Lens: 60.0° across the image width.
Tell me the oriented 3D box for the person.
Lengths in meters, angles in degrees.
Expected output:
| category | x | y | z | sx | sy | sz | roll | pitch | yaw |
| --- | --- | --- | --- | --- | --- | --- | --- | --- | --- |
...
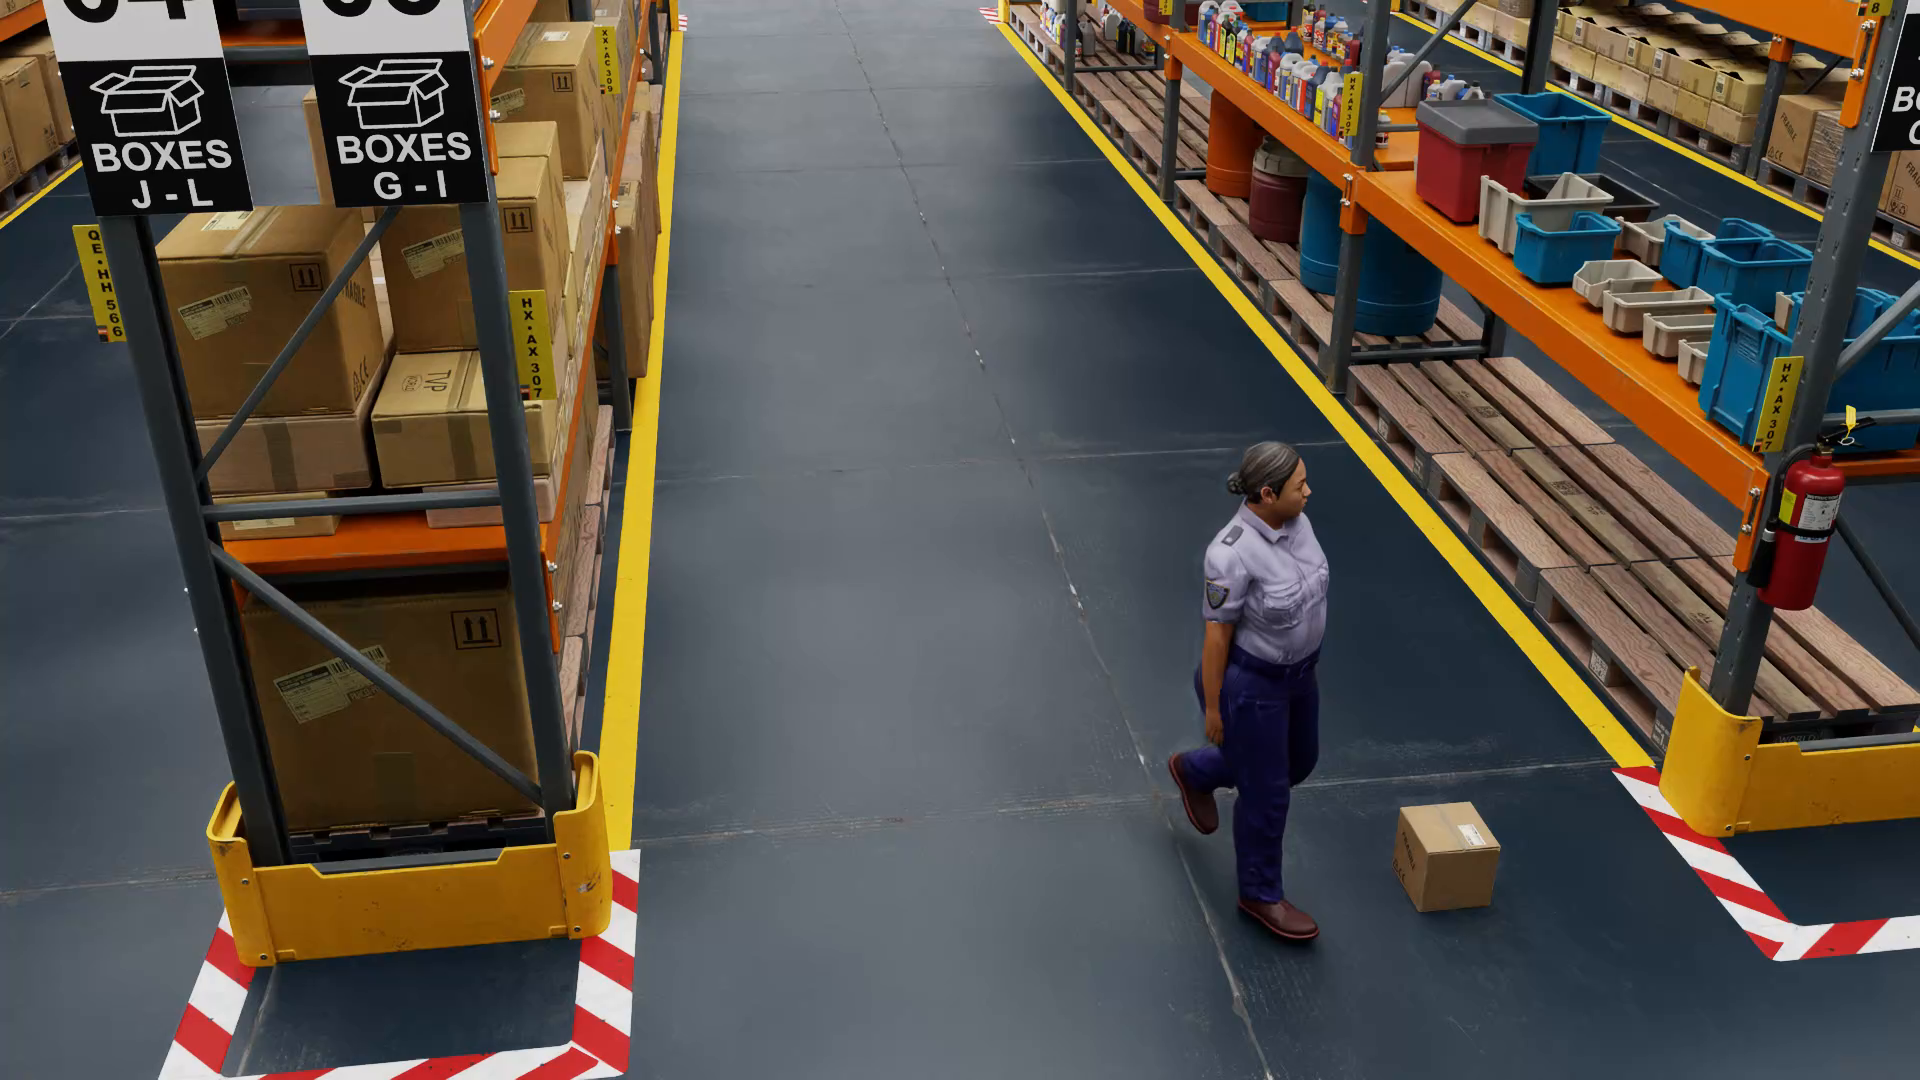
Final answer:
| category | x | y | z | sx | sy | sz | roll | pitch | yaw |
| --- | --- | --- | --- | --- | --- | --- | --- | --- | --- |
| person | 0.944 | 0.428 | 5.292 | 0.748 | 1.622 | 0.492 | 22 | 35 | 36 |
